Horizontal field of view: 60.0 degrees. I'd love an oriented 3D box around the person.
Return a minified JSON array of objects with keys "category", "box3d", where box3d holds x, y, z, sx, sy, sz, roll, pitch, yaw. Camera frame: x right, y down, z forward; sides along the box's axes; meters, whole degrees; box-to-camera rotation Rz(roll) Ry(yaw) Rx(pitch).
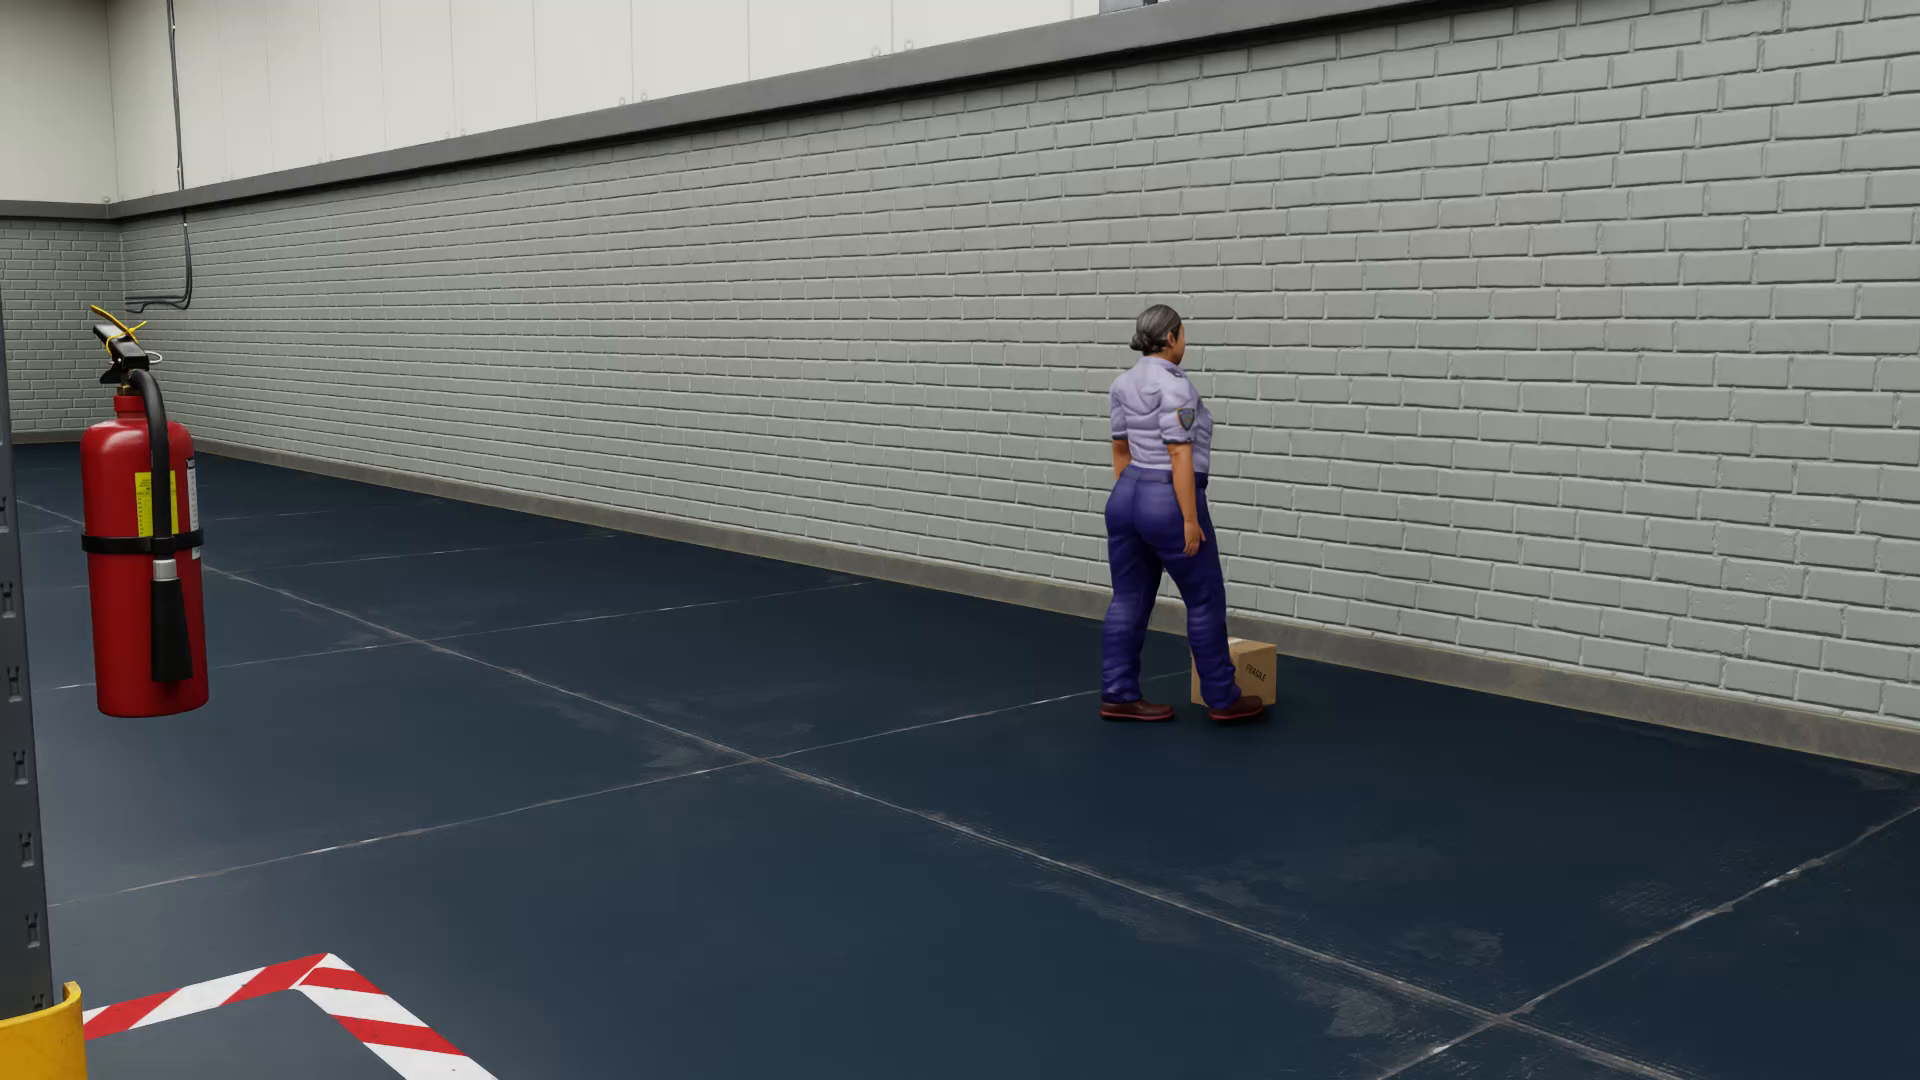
[{"category":"person","box3d":[0.888,-0.102,6.585,0.602,1.645,0.480,-5,9,-33]}]
